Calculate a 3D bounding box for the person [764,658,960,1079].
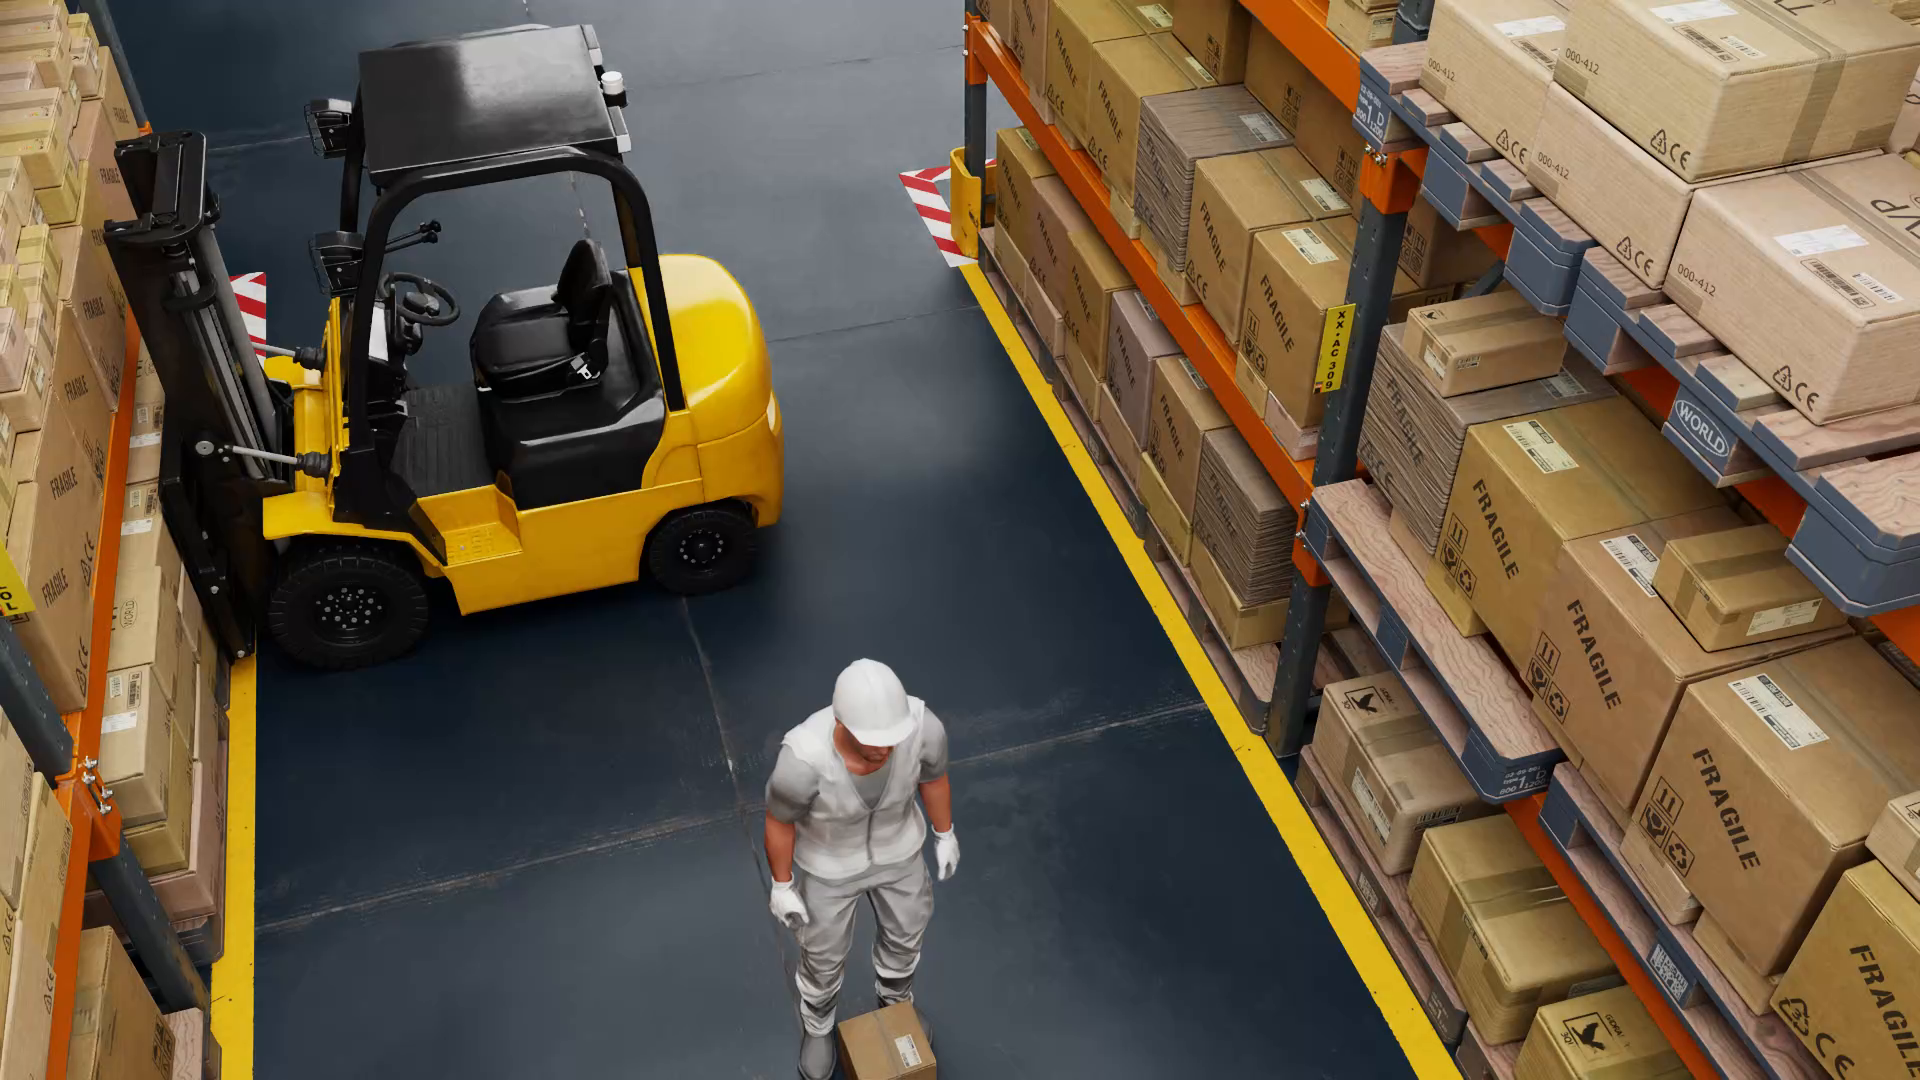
[{"bbox_3d":[-0.288,0.984,5.051,0.617,1.778,0.453,-14,44,-15],"label":"person"}]
